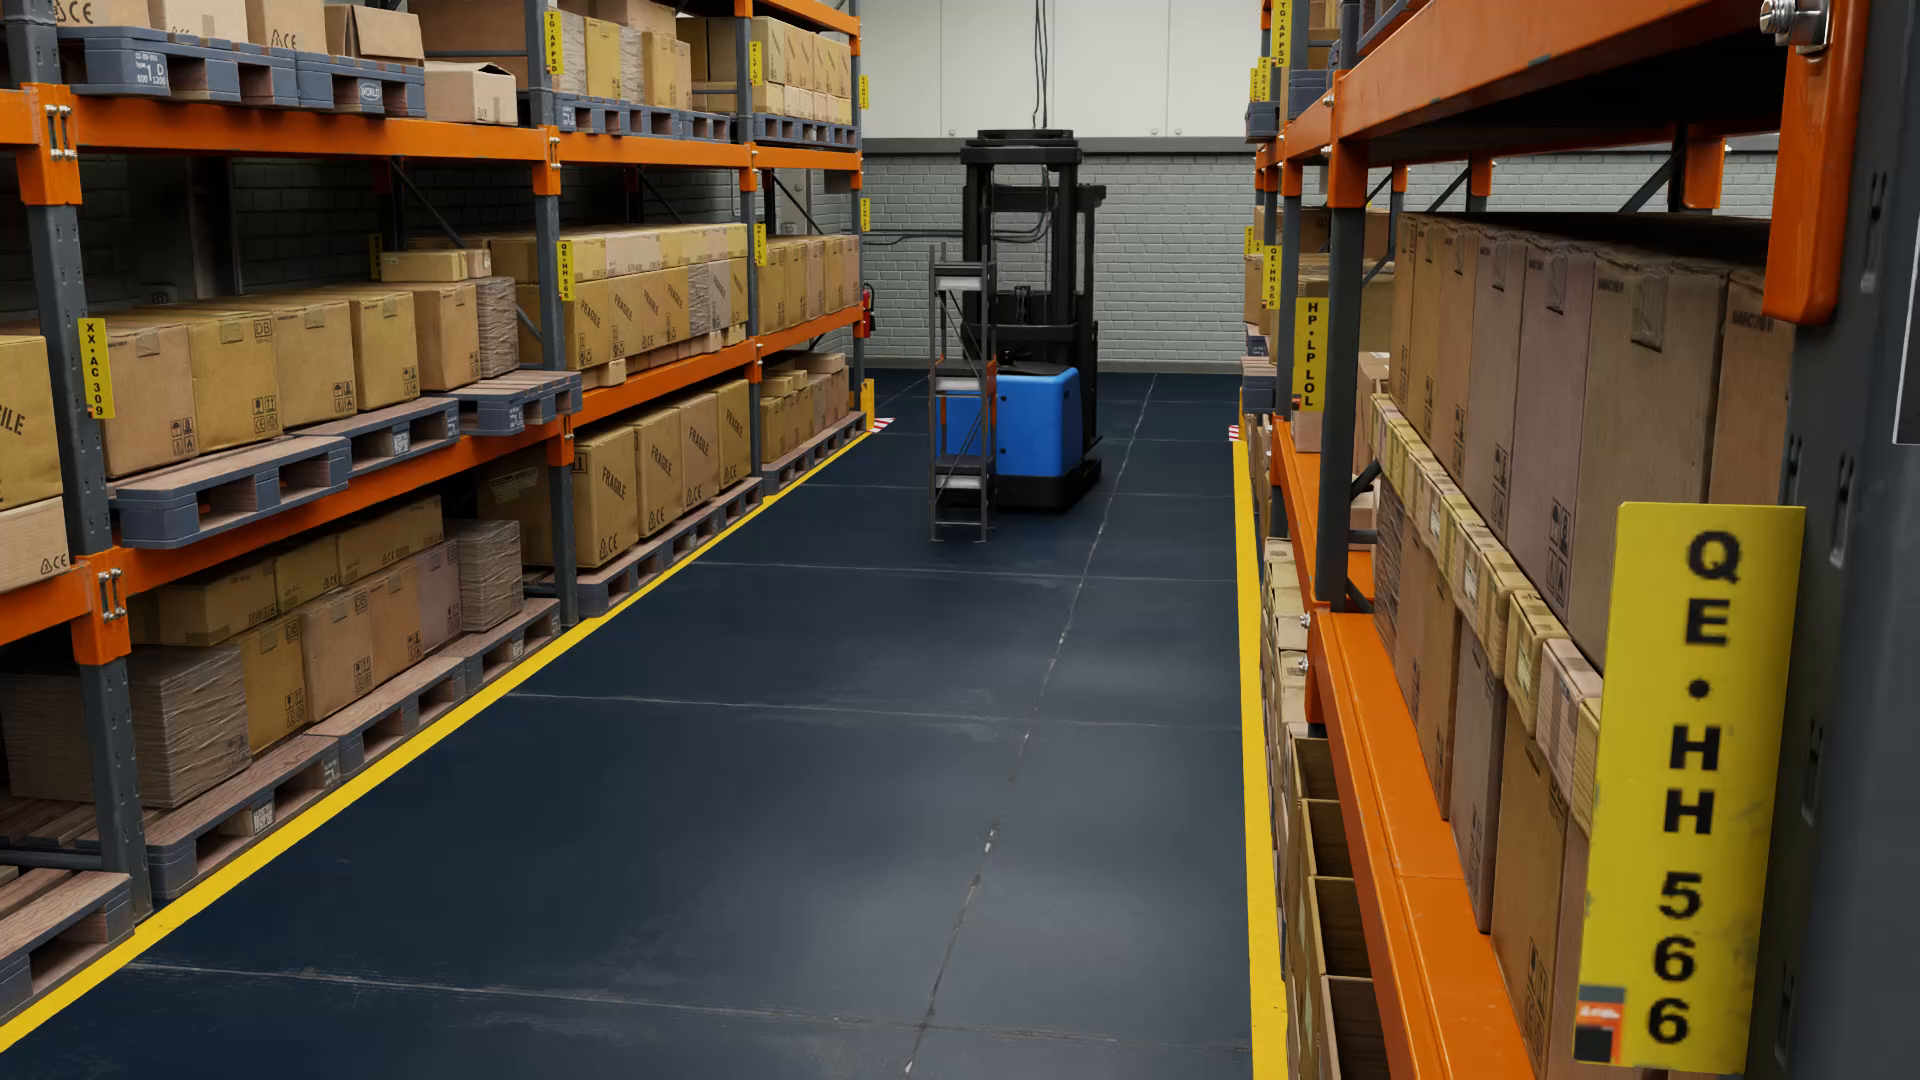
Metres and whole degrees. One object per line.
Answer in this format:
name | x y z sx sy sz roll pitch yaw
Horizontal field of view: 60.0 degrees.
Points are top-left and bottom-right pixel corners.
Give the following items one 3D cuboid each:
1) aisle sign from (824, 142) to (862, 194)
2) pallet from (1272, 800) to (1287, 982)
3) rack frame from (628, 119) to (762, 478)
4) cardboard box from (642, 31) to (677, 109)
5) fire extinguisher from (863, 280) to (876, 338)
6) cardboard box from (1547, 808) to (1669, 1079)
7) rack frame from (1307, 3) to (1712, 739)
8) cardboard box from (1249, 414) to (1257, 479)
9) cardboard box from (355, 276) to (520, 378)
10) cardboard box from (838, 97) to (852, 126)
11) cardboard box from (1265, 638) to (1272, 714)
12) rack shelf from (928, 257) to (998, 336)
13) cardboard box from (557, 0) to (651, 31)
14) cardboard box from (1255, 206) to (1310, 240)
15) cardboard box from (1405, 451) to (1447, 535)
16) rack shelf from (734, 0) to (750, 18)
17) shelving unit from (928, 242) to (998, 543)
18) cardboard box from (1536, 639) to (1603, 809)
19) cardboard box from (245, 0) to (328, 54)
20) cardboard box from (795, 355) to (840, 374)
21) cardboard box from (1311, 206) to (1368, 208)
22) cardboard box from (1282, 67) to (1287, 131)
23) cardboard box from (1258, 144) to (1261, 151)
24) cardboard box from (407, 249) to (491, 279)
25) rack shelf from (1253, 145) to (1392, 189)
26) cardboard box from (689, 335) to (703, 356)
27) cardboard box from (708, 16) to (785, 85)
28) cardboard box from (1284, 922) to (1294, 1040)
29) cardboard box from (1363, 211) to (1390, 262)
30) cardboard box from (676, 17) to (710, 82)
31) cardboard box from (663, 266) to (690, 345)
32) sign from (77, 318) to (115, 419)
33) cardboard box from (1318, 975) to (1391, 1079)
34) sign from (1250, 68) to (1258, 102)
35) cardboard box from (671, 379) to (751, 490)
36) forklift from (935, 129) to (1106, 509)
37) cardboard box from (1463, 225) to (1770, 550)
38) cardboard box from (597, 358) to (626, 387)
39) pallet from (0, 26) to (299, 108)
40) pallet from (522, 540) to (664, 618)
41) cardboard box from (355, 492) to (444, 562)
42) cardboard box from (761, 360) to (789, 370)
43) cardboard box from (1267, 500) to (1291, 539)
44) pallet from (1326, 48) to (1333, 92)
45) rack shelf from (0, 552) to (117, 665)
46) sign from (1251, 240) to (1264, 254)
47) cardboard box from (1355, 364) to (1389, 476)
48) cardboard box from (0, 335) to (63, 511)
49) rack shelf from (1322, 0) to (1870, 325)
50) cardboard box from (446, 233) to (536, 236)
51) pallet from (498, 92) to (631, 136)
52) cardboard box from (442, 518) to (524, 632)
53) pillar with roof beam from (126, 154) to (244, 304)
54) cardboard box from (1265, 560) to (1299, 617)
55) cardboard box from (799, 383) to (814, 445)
aisle sign | -1.193 -3.924 16.909 0.394 0.787 0.004 2 12 9
pallet | 1.624 1.219 5.837 1.003 0.211 1.213 2 12 9
rack frame | -2.116 -1.815 13.295 1.000 3.000 0.127 2 12 9
cardboard box | -2.382 -3.248 11.541 0.700 0.500 0.500 2 12 8
fire extinguisher | -1.022 -2.444 17.282 0.296 0.674 0.183 2 12 9
cardboard box | 1.094 0.588 1.909 0.700 0.500 0.500 2 12 10
rack frame | 1.549 0.010 4.826 1.000 3.000 0.127 2 12 9
cardboard box | 2.587 -0.776 13.363 0.500 0.500 0.500 2 12 9
cardboard box | -2.794 -1.148 8.918 0.700 0.500 0.500 0 12 2
cardboard box | -1.351 -4.134 16.056 0.500 0.250 0.500 2 12 10
cardboard box | 1.643 0.629 7.485 0.500 0.250 0.500 2 12 7
rack shelf | 0.025 -1.732 11.787 0.431 0.518 0.480 2 12 9
cardboard box | -2.451 -3.617 11.477 0.500 0.250 0.500 1 12 7
cardboard box | 2.993 -2.833 15.406 0.500 0.500 0.500 2 12 9
cardboard box | 1.160 -0.093 3.530 0.380 0.149 0.250 1 12 7
rack shelf | -2.424 -3.784 10.849 1.077 0.370 4.000 2 12 9
shelving unit | 0.025 -1.061 11.932 0.431 2.100 0.503 2 12 9
cardboard box | 0.923 0.231 2.024 0.380 0.149 0.250 2 12 9
cardboard box | -2.994 -2.238 6.904 0.500 0.500 0.500 1 12 7
cardboard box | -1.388 -1.713 16.219 0.380 0.149 0.250 2 12 10
cardboard box | 3.598 -2.924 15.830 0.500 0.500 0.500 2 12 8
cardboard box | 2.276 -2.536 9.282 0.910 0.500 0.500 2 12 9
cardboard box | 2.899 -3.574 14.695 0.500 0.250 0.500 2 12 9
cardboard box | -2.755 -1.490 8.968 0.380 0.149 0.250 0 12 1
rack shelf | 3.087 -3.186 14.245 1.077 0.370 4.000 2 12 9
cardboard box | -2.074 -1.411 11.969 0.380 0.149 0.250 2 12 9
cardboard box | -1.729 -3.968 13.507 0.500 0.500 0.500 2 12 8
cardboard box | 1.178 1.236 4.669 0.500 0.250 0.500 2 12 9
cardboard box | 3.130 -2.282 12.850 0.500 0.500 0.500 2 12 10
cardboard box | -2.239 -3.982 13.570 0.500 0.500 0.500 2 12 8
cardboard box | -2.164 -1.600 11.305 0.500 0.500 0.500 2 12 10
sign | -2.809 -0.557 5.402 0.100 0.325 0.005 2 12 9
cardboard box | 0.940 1.181 3.142 0.500 0.500 0.500 2 12 9
sign | 2.858 -4.399 16.090 0.100 0.325 0.005 2 12 9
cardboard box | -2.088 -0.830 12.829 0.750 0.750 0.750 2 12 9
forklift | 0.618 -1.944 14.055 1.130 2.935 3.031 3 12 13
cardboard box | 1.255 -0.267 2.795 0.700 0.500 0.500 2 12 9
cardboard box | -2.280 -1.035 10.224 0.380 0.149 0.250 2 12 10
pallet | -3.146 -1.649 5.851 1.213 0.211 1.003 2 12 9
pallet | -2.536 0.219 10.475 1.003 0.211 1.213 2 12 9
cardboard box | -2.940 -0.074 8.324 0.500 0.250 0.500 2 12 10
cardboard box | -1.843 -1.621 15.792 0.380 0.149 0.250 2 12 9
cardboard box | 2.076 -0.018 9.845 0.500 0.500 0.500 2 12 11
pallet | 1.979 -1.819 6.644 1.003 0.211 1.213 2 12 11
rack shelf | -3.654 0.618 3.711 1.077 0.370 4.000 2 12 9
sign | 2.242 -2.094 12.536 0.100 0.325 0.005 2 12 9
cardboard box | 1.841 -0.412 6.547 0.500 0.500 0.500 2 12 9
cardboard box | -3.114 -0.344 4.999 0.500 0.500 0.500 2 12 9
rack shelf | 1.241 -0.688 2.654 1.077 0.370 4.000 2 12 9
cardboard box | -2.835 -1.763 10.285 0.500 0.250 0.500 1 12 7
pallet | -2.685 -2.492 9.765 1.213 0.211 1.003 2 12 11
cardboard box | -2.790 0.176 8.945 0.700 0.500 0.500 2 12 9
pillar with roof beam | 0.468 -3.533 7.026 9.100 9.000 0.400 2 12 9
cardboard box | 1.721 0.251 7.906 0.500 0.311 0.500 2 12 7
cardboard box | -1.738 -1.162 15.201 0.700 0.500 0.500 2 12 10
